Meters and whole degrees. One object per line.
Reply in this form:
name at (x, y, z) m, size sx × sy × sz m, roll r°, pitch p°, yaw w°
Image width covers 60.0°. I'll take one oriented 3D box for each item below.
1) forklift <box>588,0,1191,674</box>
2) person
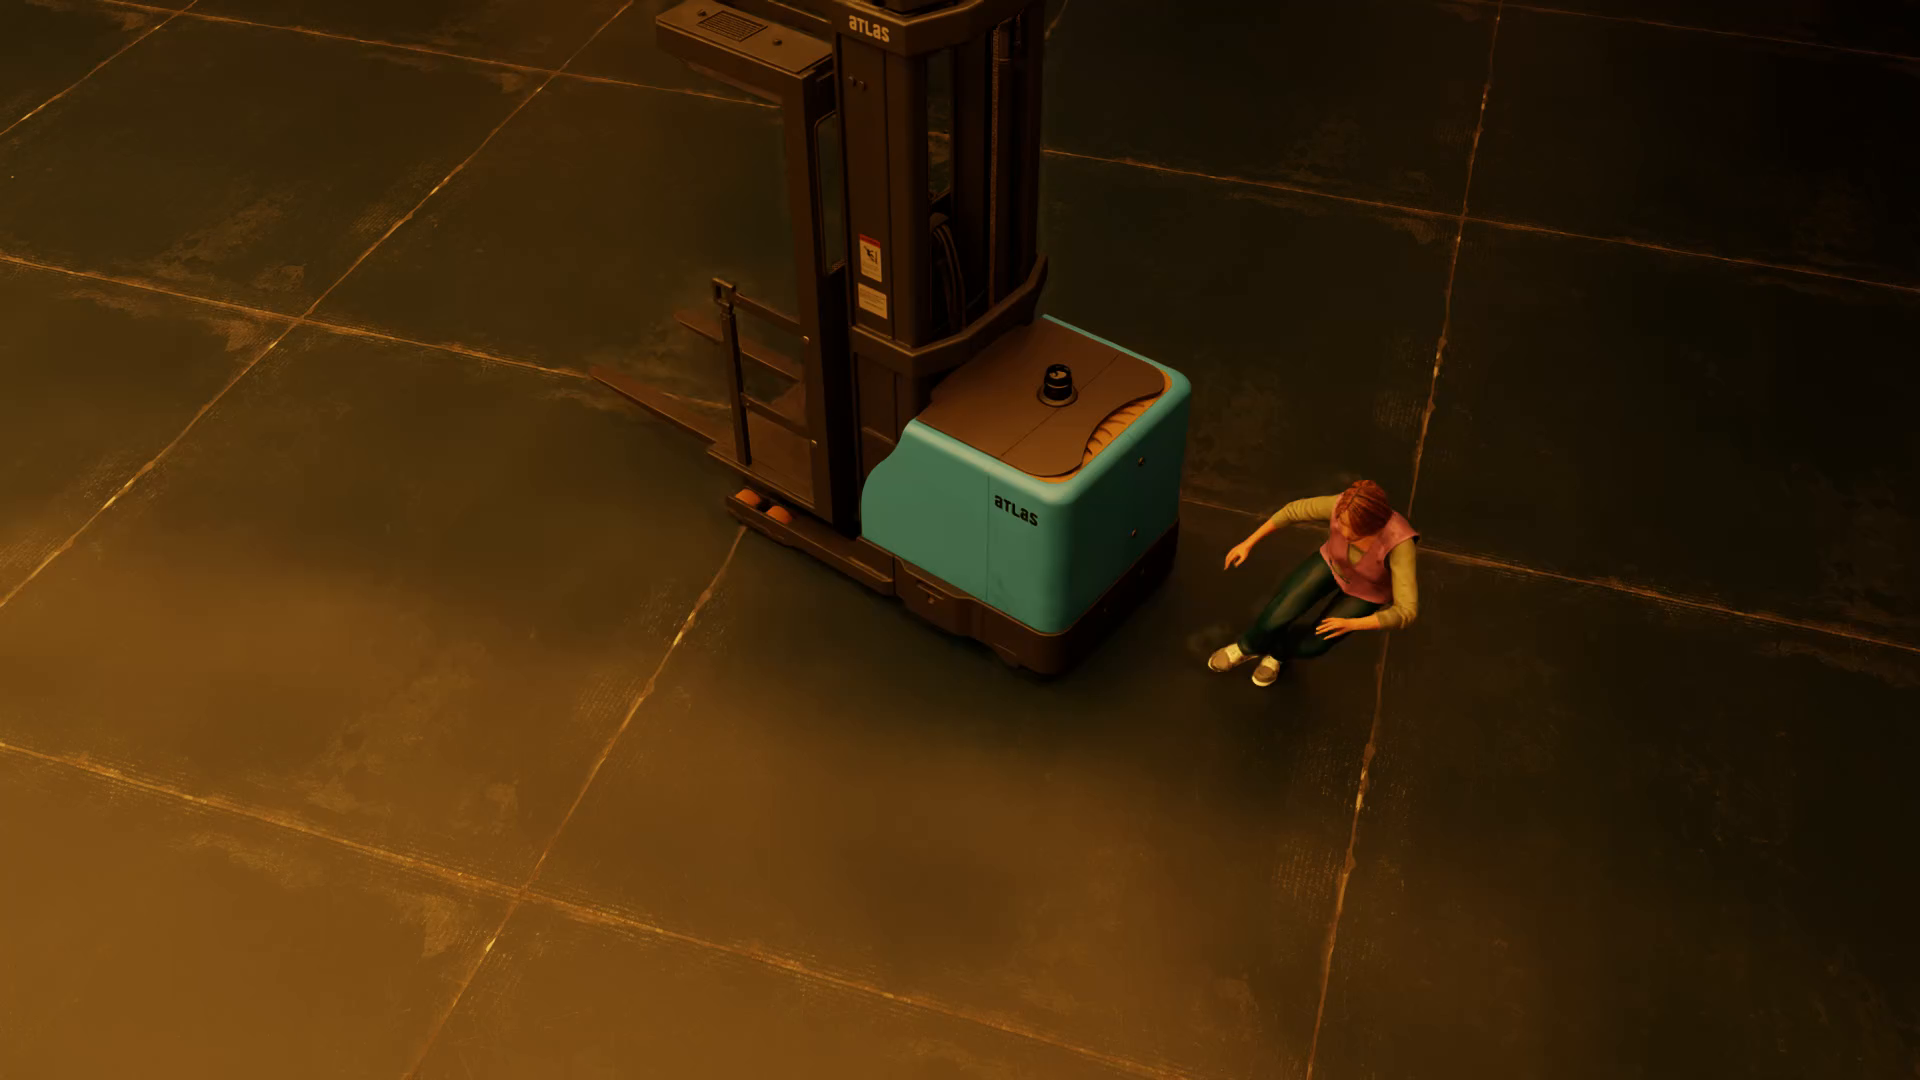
forklift at (-0.485, -1.325, 7.113) m, size 3.031 × 2.935 × 1.130 m, roll 28°, pitch 50°, yaw 26°
person at (1.412, 0.257, 6.585) m, size 0.825 × 1.357 × 0.827 m, roll 23°, pitch 48°, yaw 23°
